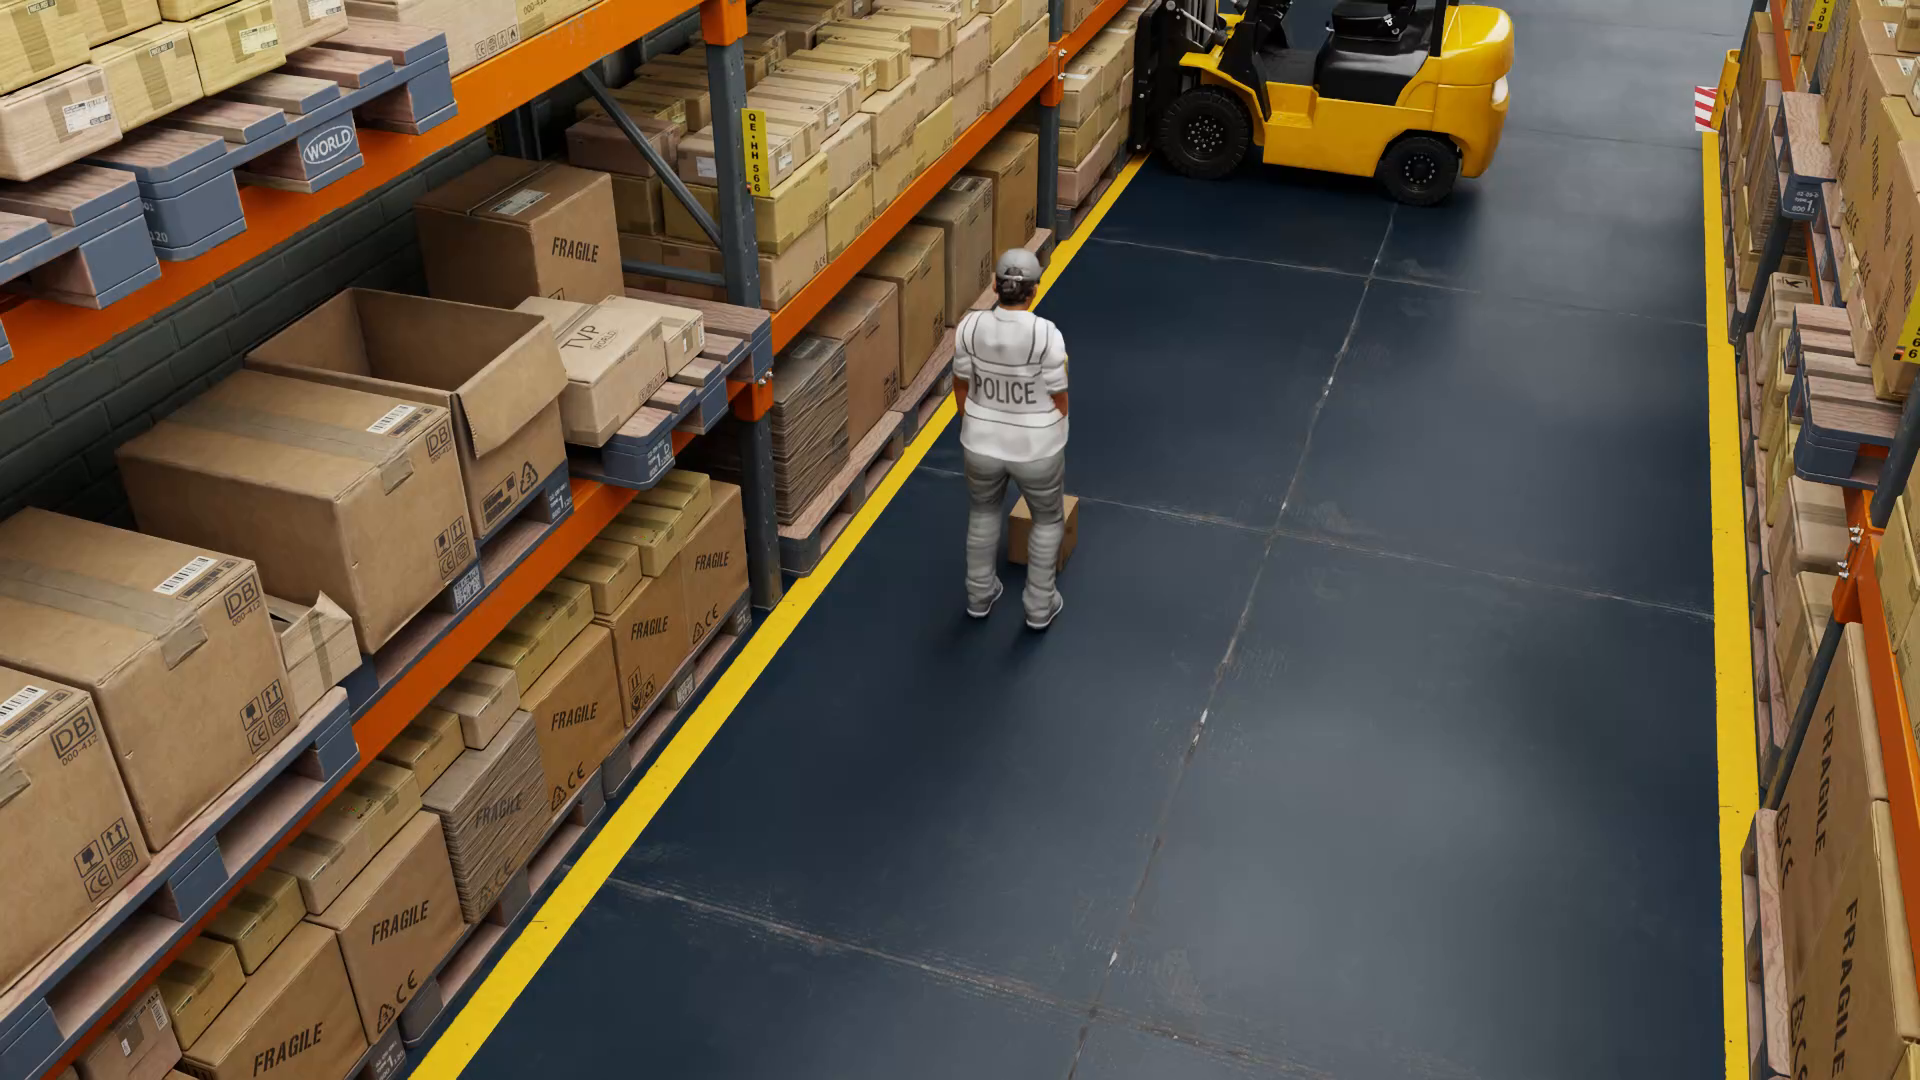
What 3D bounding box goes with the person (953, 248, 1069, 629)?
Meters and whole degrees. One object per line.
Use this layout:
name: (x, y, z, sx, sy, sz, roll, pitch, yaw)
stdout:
person: (0.205, -0.389, 6.757, 0.480, 1.649, 0.418, 11, 35, 16)
